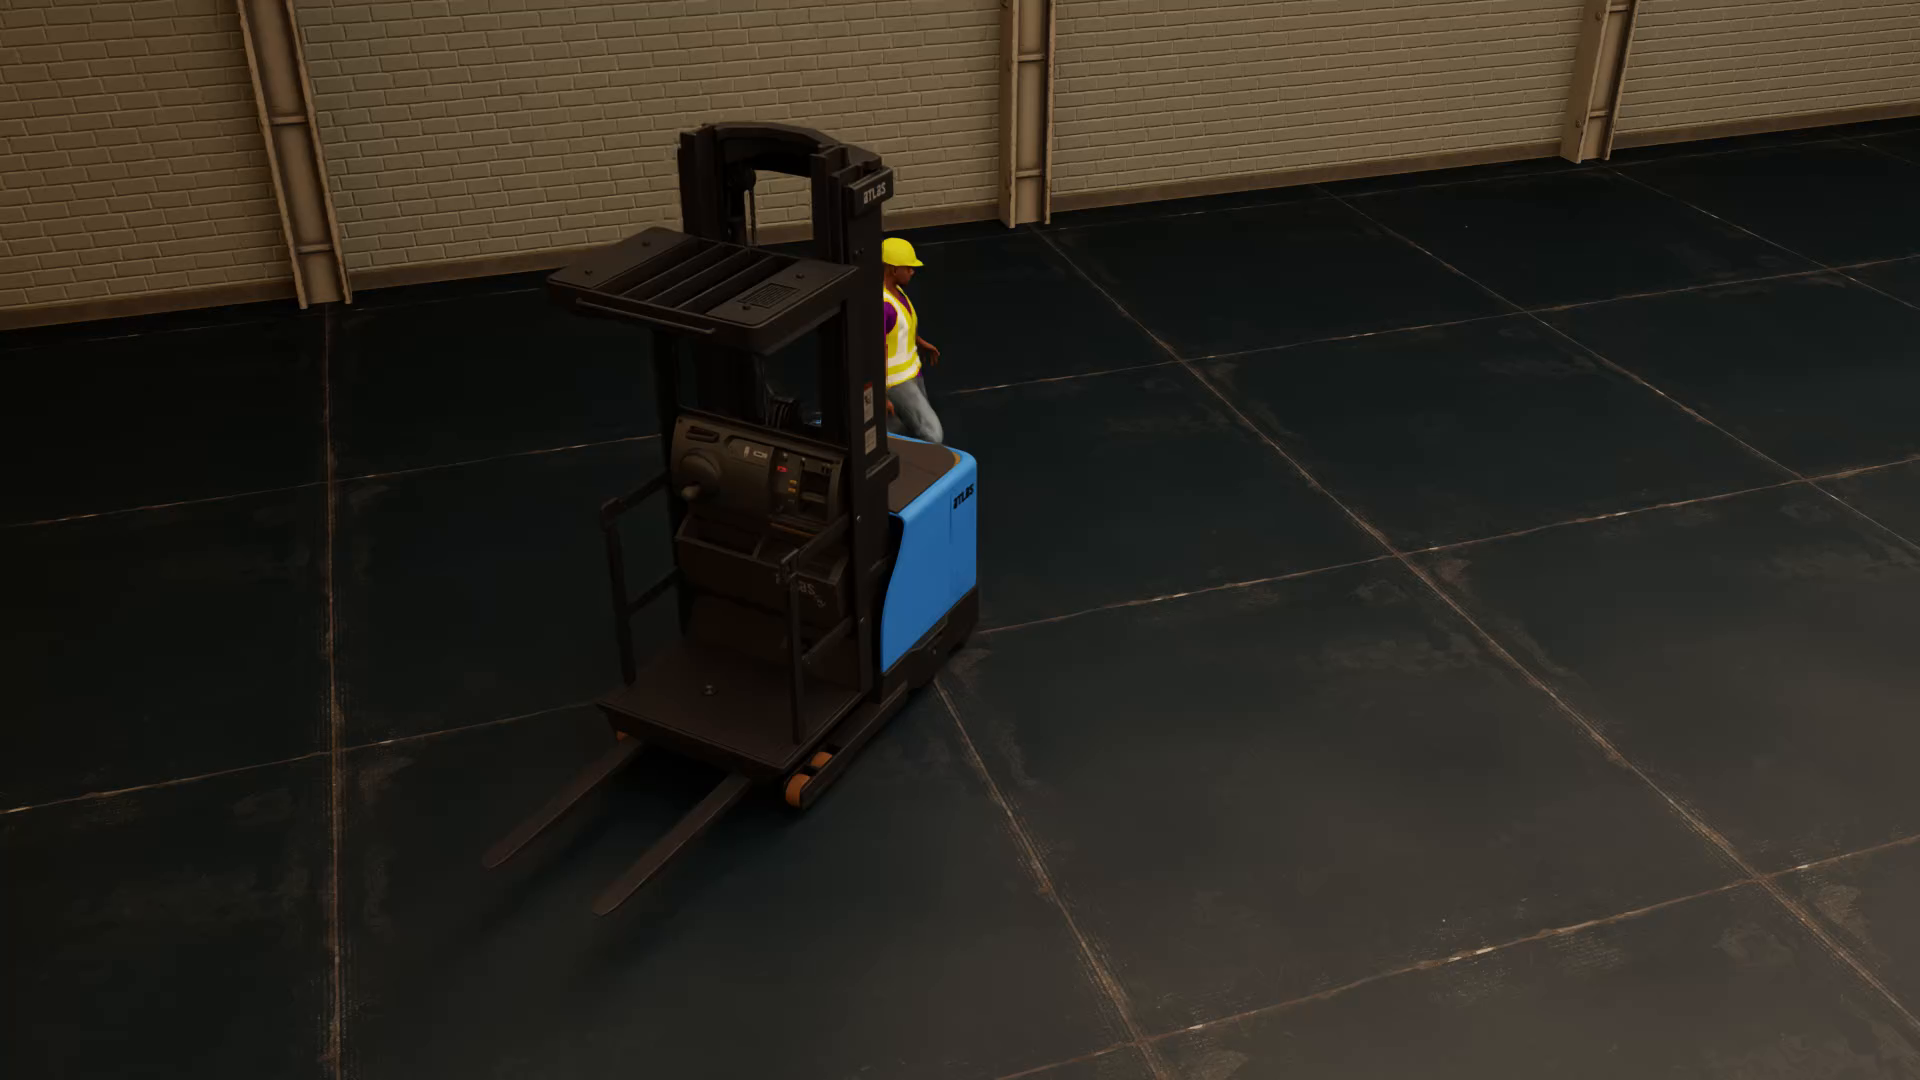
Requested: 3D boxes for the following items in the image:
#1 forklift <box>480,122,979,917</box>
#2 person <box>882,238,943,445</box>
[{"bbox_3d":[-1.047,-0.263,7.544,1.130,2.935,3.031,15,33,25],"label":"forklift"},{"bbox_3d":[-0.367,-1.053,10.180,0.599,1.617,0.987,4,30,7],"label":"person"}]
